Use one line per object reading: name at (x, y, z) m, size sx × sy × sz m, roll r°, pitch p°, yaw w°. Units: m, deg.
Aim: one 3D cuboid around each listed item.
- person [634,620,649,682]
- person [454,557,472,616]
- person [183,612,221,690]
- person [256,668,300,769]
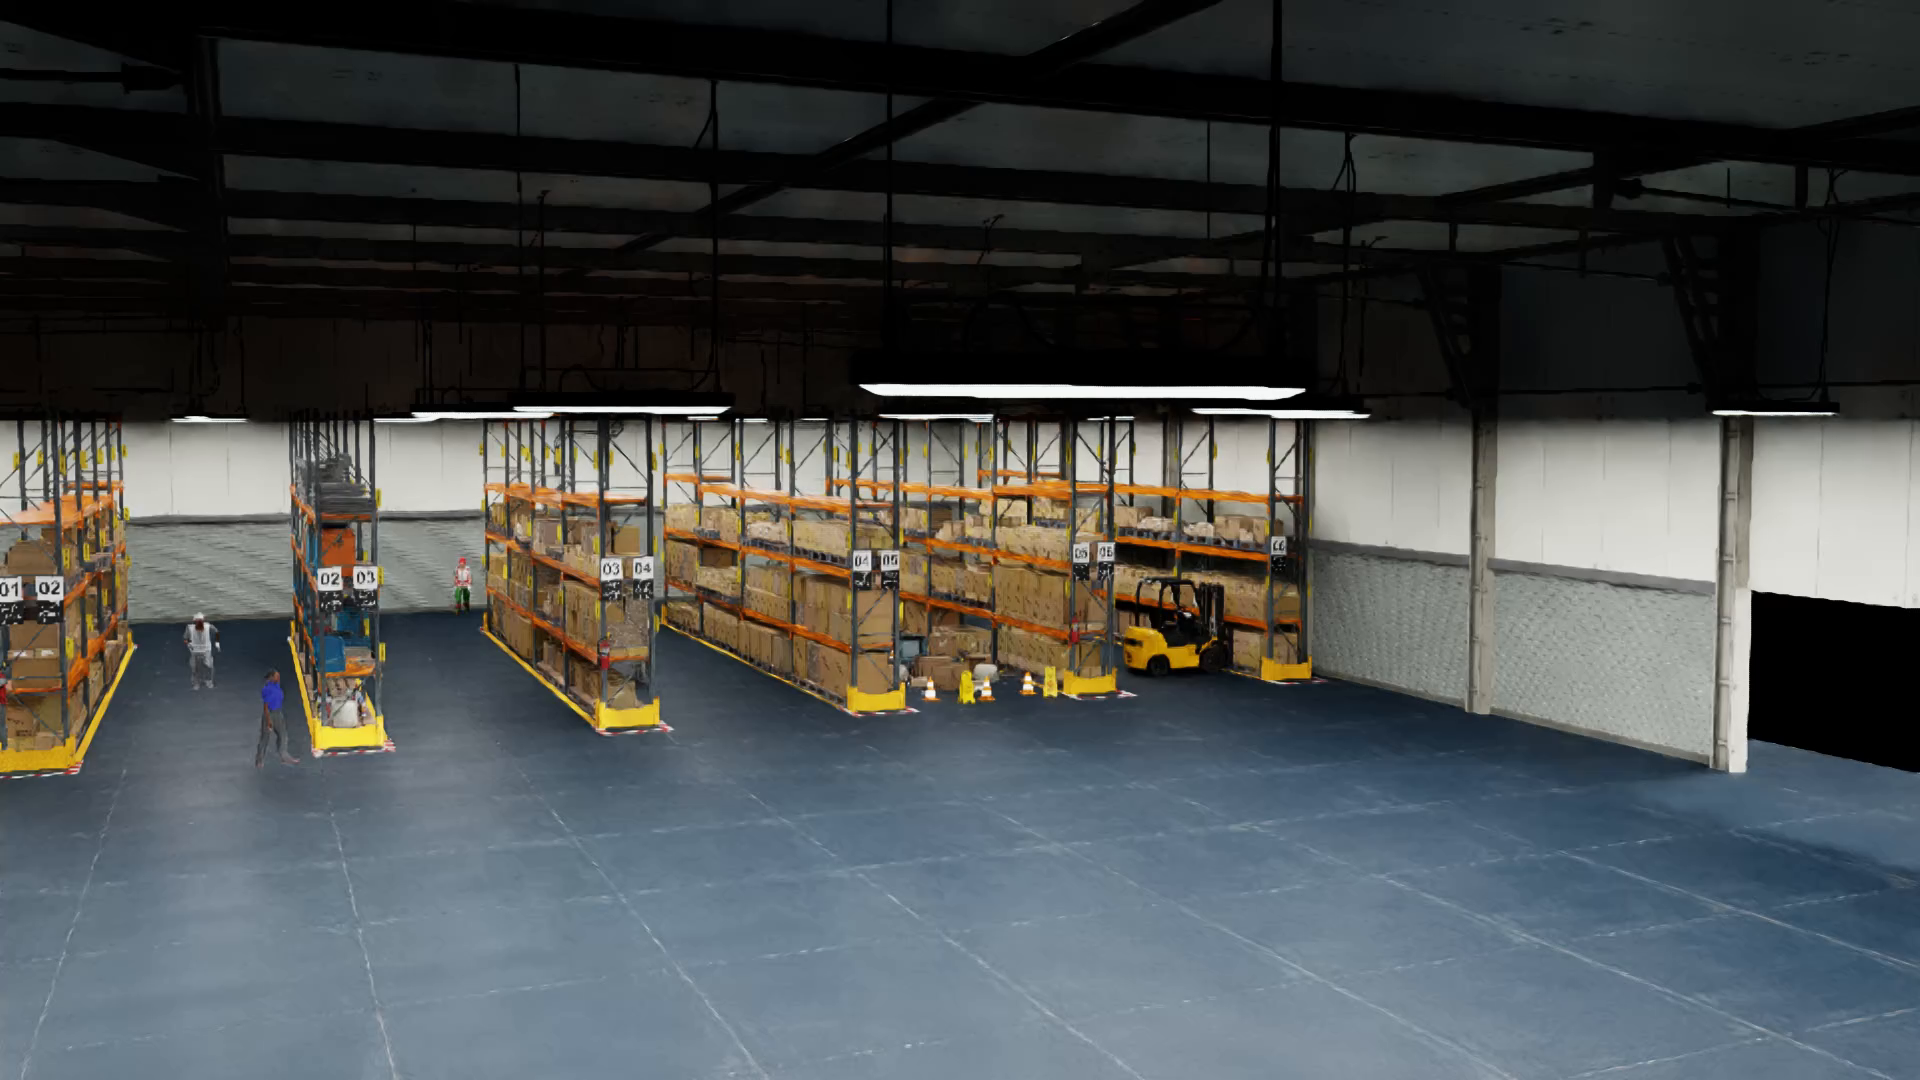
person at (-7.027, 2.236, 36.891) m, size 0.649 × 1.772 × 0.463 m, roll 3°, pitch 5°, yaw 37°
person at (-14.849, 1.368, 49.700) m, size 0.533 × 1.728 × 1.036 m, roll -1°, pitch 4°, yaw -15°
person at (-16.232, 2.388, 35.586) m, size 0.704 × 1.706 × 0.790 m, roll -1°, pitch 4°, yaw -18°
person at (-11.427, 2.946, 27.705) m, size 0.523 × 1.650 × 0.683 m, roll 1°, pitch 4°, yaw 10°
